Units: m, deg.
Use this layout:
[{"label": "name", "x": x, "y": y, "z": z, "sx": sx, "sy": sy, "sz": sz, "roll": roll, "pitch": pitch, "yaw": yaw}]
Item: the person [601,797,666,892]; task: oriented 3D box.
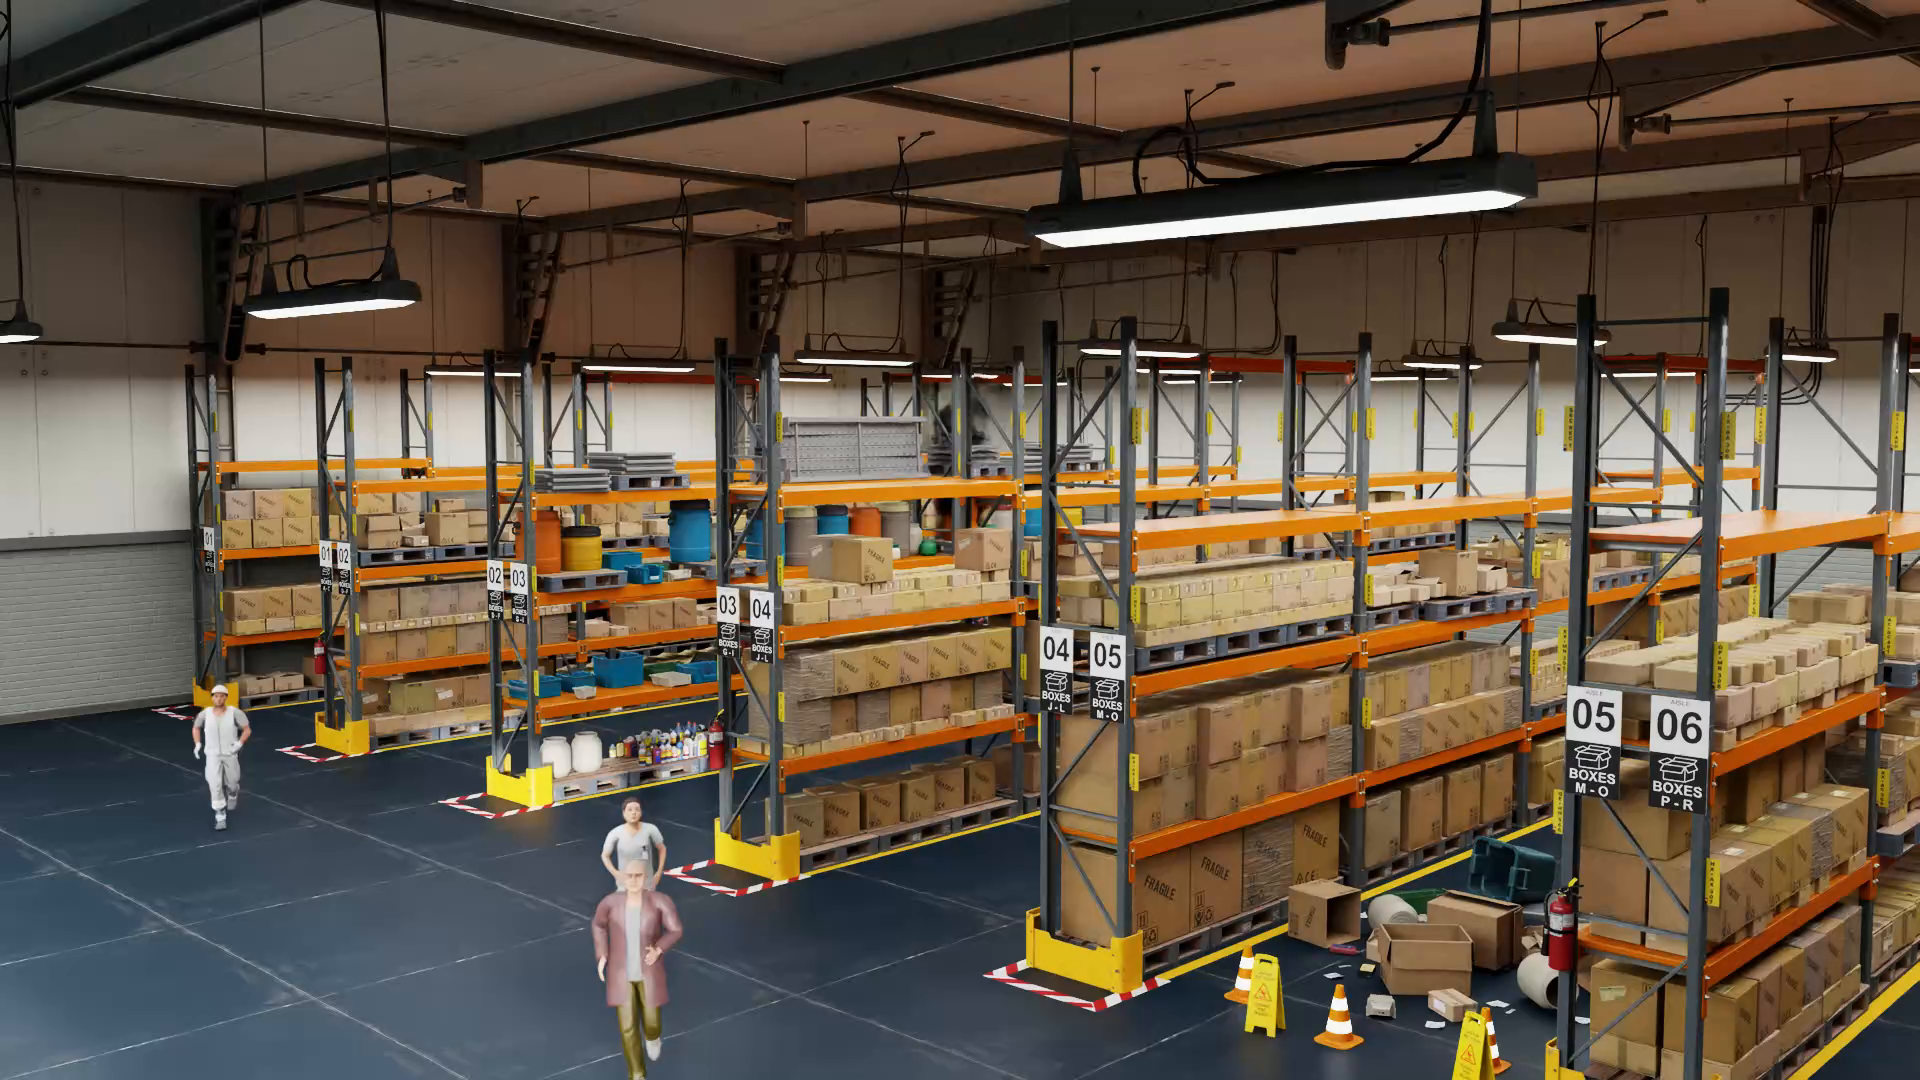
[{"label": "person", "x": -3.023, "y": 3.183, "z": 15.437, "sx": 0.597, "sy": 1.632, "sz": 0.575, "roll": -1, "pitch": 5, "yaw": -19}]

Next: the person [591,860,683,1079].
[{"label": "person", "x": -2.485, "y": 3.311, "z": 12.783, "sx": 0.709, "sy": 1.742, "sz": 0.799, "roll": 0, "pitch": 4, "yaw": -5}]

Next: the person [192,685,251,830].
[{"label": "person", "x": -9.243, "y": 2.684, "z": 20.825, "sx": 0.687, "sy": 1.763, "sz": 0.881, "roll": -1, "pitch": 5, "yaw": -18}]
